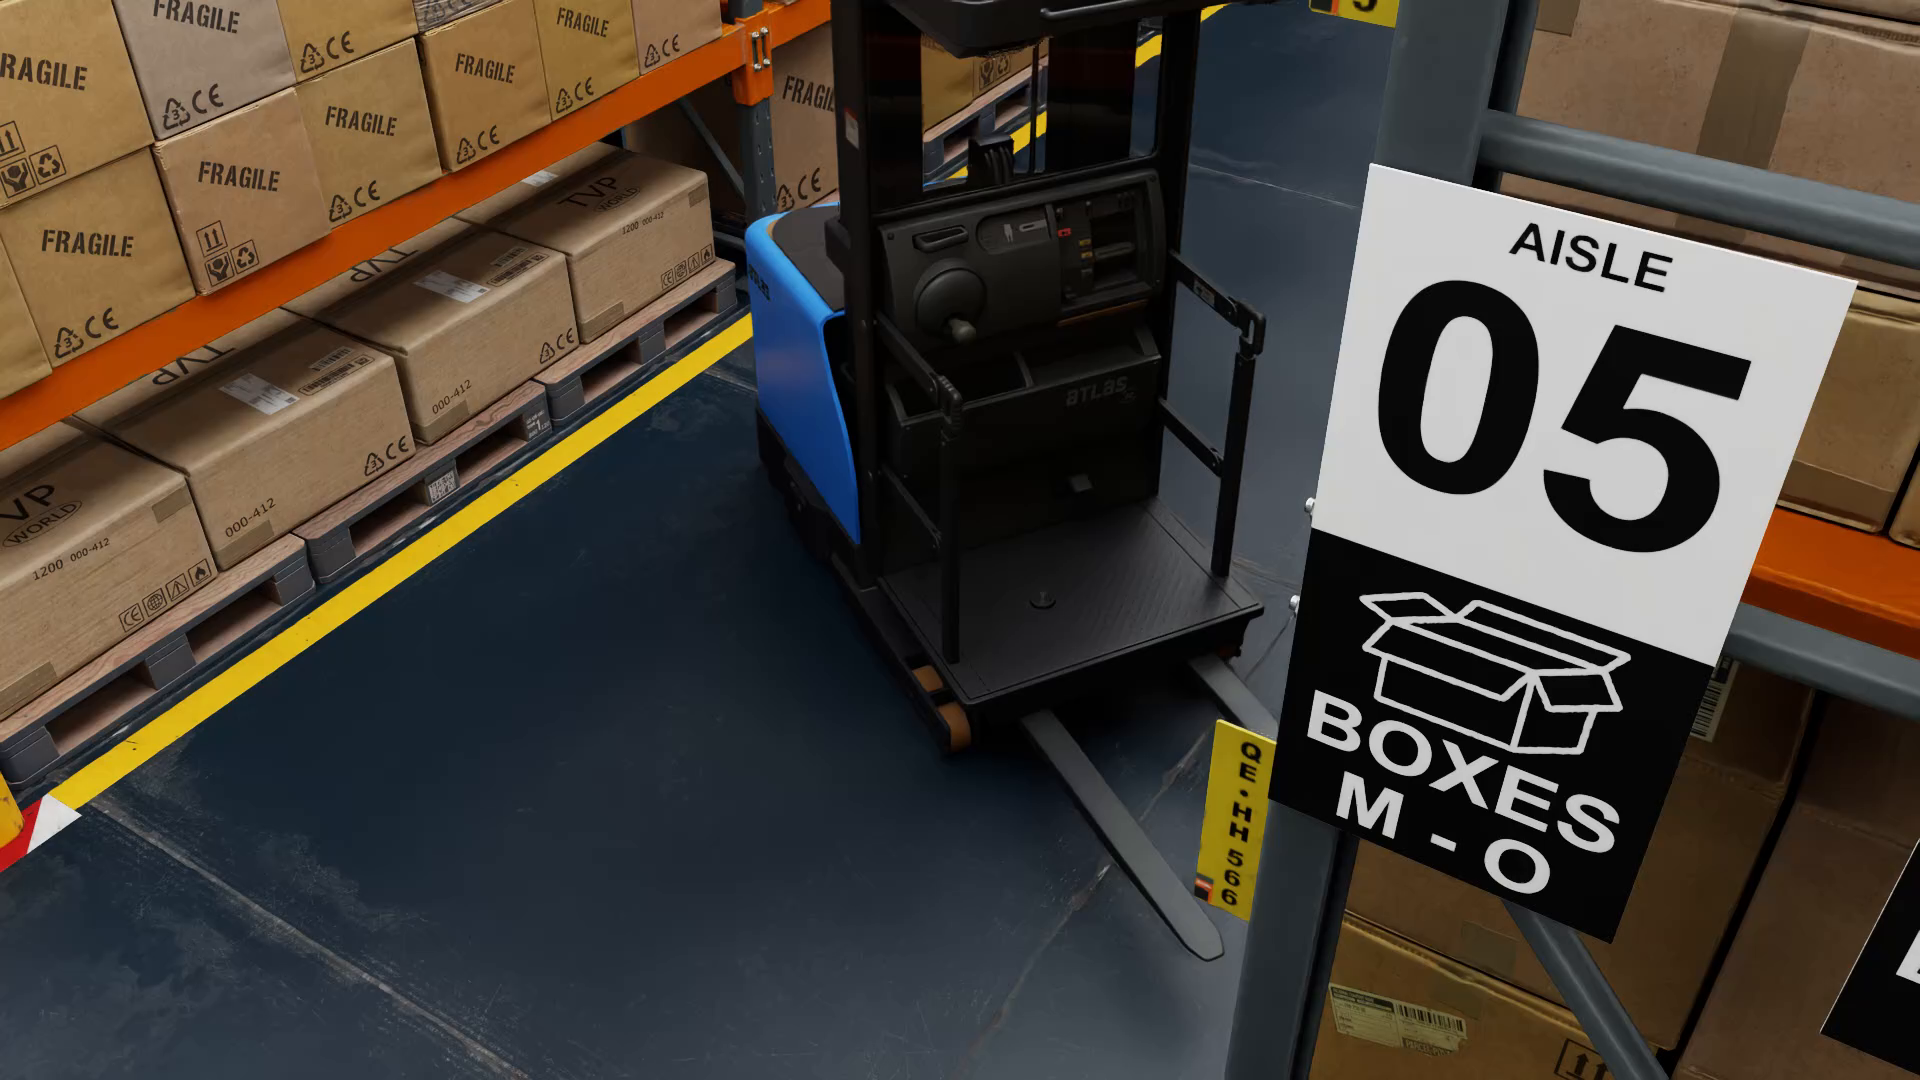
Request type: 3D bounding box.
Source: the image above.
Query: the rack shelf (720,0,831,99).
[{"bbox_3d":[-0.205,-3.235,8.579,1.077,0.370,4.000,21,42,25],"label":"rack shelf"}]

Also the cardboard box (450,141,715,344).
[{"bbox_3d":[-1.703,-1.352,7.302,0.875,0.438,0.875,21,42,24],"label":"cardboard box"}]

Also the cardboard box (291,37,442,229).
[{"bbox_3d":[-2.130,-1.410,5.540,0.500,0.500,0.500,23,43,27],"label":"cardboard box"}]

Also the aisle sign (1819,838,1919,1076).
[{"bbox_3d":[1.029,0.246,1.344,0.394,0.787,0.004,21,42,25],"label":"aisle sign"}]

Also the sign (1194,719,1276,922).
[{"bbox_3d":[0.357,0.365,2.113,0.100,0.325,0.005,21,42,25],"label":"sign"}]

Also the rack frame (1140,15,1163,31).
[{"bbox_3d":[0.867,-4.551,9.697,1.000,3.000,0.127,21,42,25],"label":"rack frame"}]

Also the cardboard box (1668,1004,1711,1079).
[{"bbox_3d":[1.289,0.842,2.376,0.500,0.500,0.500,23,43,27],"label":"cardboard box"}]

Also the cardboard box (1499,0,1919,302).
[{"bbox_3d":[0.847,-0.507,1.708,0.500,0.250,0.500,20,42,24],"label":"cardboard box"}]

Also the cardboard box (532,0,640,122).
[{"bbox_3d":[-1.580,-1.939,6.226,0.500,0.500,0.500,20,42,24],"label":"cardboard box"}]

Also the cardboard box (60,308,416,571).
[{"bbox_3d":[-2.667,-0.426,6.100,0.875,0.438,0.875,22,43,26],"label":"cardboard box"}]

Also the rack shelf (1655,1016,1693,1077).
[{"bbox_3d":[1.886,0.394,3.871,1.077,0.370,4.000,21,42,25],"label":"rack shelf"}]

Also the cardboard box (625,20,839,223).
[{"bbox_3d":[-1.011,-2.160,7.991,0.875,0.875,0.875,23,43,26],"label":"cardboard box"}]

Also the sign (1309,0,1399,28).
[{"bbox_3d":[0.357,-0.590,1.377,0.100,0.325,0.005,21,42,25],"label":"sign"}]

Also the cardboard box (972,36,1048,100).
[{"bbox_3d":[-0.055,-3.089,9.196,0.875,0.875,0.875,22,43,26],"label":"cardboard box"}]

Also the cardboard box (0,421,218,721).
[{"bbox_3d":[-3.150,0.049,5.485,0.875,0.438,0.875,20,42,24],"label":"cardboard box"}]

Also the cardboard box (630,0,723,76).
[{"bbox_3d":[-1.309,-2.206,6.573,0.500,0.500,0.500,22,43,26],"label":"cardboard box"}]

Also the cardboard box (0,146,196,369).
[{"bbox_3d":[-2.672,-0.890,4.866,0.500,0.500,0.500,21,42,25],"label":"cardboard box"}]

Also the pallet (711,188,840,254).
[{"bbox_3d":[-0.926,-1.807,8.421,1.003,0.211,1.213,21,42,25],"label":"pallet"}]

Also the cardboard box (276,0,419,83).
[{"bbox_3d":[-2.115,-1.811,5.241,0.500,0.500,0.500,21,42,25],"label":"cardboard box"}]

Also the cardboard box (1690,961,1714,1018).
[{"bbox_3d":[1.554,0.557,2.745,0.500,0.500,0.500,21,42,25],"label":"cardboard box"}]

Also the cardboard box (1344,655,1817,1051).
[{"bbox_3d":[0.850,0.269,2.299,0.500,0.500,0.500,20,42,24],"label":"cardboard box"}]

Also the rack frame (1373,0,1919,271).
[{"bbox_3d":[0.815,-1.236,0.483,1.000,3.000,0.127,21,42,25],"label":"rack frame"}]

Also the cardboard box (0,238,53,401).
[{"bbox_3d":[-2.919,-0.620,4.516,0.500,0.500,0.500,21,42,25],"label":"cardboard box"}]

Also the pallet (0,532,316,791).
[{"bbox_3d":[-3.057,0.240,5.766,1.003,0.211,1.213,21,42,25],"label":"pallet"}]

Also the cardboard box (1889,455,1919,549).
[{"bbox_3d":[1.271,-0.136,1.636,0.500,0.250,0.500,23,43,27],"label":"cardboard box"}]

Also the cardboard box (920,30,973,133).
[{"bbox_3d":[-0.534,-2.628,8.598,0.875,0.875,0.875,22,43,26],"label":"cardboard box"}]

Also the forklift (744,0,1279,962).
[{"bbox_3d":[0.300,-0.782,4.864,1.130,2.935,3.031,-16,41,-20],"label":"forklift"}]

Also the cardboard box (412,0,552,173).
[{"bbox_3d":[-1.837,-1.675,5.884,0.500,0.500,0.500,21,42,24],"label":"cardboard box"}]

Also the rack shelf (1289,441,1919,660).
[{"bbox_3d":[1.886,-0.794,2.955,1.077,0.370,4.000,21,42,25],"label":"rack shelf"}]

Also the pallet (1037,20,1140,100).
[{"bbox_3d":[0.381,-3.065,10.053,1.003,0.211,1.213,21,42,25],"label":"pallet"}]

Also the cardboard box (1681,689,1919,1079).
[{"bbox_3d":[1.279,0.442,2.075,0.500,0.500,0.500,21,42,25],"label":"cardboard box"}]

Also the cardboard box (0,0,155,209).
[{"bbox_3d":[-2.650,-1.285,4.560,0.500,0.500,0.500,20,42,24],"label":"cardboard box"}]

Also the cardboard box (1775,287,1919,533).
[{"bbox_3d":[0.835,-0.309,1.861,0.500,0.250,0.500,20,42,24],"label":"cardboard box"}]

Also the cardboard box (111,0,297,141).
[{"bbox_3d":[-2.381,-1.553,4.907,0.500,0.500,0.500,21,42,25],"label":"cardboard box"}]

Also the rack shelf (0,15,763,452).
[{"bbox_3d":[-2.348,-1.173,5.904,1.077,0.370,4.000,21,42,25],"label":"rack shelf"}]

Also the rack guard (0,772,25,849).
[{"bbox_3d":[-3.432,0.575,5.094,1.175,0.500,0.348,21,42,25],"label":"rack guard"}]

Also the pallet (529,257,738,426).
[{"bbox_3d":[-1.750,-1.018,7.398,1.003,0.211,1.213,21,42,25],"label":"pallet"}]

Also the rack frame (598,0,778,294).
[{"bbox_3d":[-1.276,-2.489,7.022,1.000,3.000,0.127,21,42,25],"label":"rack frame"}]

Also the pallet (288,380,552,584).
[{"bbox_3d":[-2.402,-0.387,6.579,1.003,0.211,1.213,21,42,25],"label":"pallet"}]

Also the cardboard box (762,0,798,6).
[{"bbox_3d":[-0.817,-2.570,7.250,0.500,0.250,0.500,20,42,24],"label":"cardboard box"}]

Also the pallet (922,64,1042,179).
[{"bbox_3d":[-0.273,-2.439,9.240,1.003,0.211,1.213,21,42,25],"label":"pallet"}]

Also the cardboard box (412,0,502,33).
[{"bbox_3d":[-1.839,-2.067,5.573,0.500,0.500,0.500,22,43,26],"label":"cardboard box"}]

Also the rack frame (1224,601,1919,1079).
[{"bbox_3d":[0.815,1.140,2.314,1.000,3.000,0.127,21,42,25],"label":"rack frame"}]

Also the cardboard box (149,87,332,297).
[{"bbox_3d":[-2.384,-1.146,5.198,0.500,0.500,0.500,21,42,25],"label":"cardboard box"}]

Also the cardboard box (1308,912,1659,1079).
[{"bbox_3d":[0.838,0.667,2.603,0.500,0.500,0.500,22,43,26],"label":"cardboard box"}]

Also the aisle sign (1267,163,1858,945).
[{"bbox_3d":[0.522,0.050,1.599,0.394,0.787,0.004,21,42,25],"label":"aisle sign"}]

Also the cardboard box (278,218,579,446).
[{"bbox_3d":[-2.182,-0.890,6.703,0.875,0.438,0.875,20,42,24],"label":"cardboard box"}]
